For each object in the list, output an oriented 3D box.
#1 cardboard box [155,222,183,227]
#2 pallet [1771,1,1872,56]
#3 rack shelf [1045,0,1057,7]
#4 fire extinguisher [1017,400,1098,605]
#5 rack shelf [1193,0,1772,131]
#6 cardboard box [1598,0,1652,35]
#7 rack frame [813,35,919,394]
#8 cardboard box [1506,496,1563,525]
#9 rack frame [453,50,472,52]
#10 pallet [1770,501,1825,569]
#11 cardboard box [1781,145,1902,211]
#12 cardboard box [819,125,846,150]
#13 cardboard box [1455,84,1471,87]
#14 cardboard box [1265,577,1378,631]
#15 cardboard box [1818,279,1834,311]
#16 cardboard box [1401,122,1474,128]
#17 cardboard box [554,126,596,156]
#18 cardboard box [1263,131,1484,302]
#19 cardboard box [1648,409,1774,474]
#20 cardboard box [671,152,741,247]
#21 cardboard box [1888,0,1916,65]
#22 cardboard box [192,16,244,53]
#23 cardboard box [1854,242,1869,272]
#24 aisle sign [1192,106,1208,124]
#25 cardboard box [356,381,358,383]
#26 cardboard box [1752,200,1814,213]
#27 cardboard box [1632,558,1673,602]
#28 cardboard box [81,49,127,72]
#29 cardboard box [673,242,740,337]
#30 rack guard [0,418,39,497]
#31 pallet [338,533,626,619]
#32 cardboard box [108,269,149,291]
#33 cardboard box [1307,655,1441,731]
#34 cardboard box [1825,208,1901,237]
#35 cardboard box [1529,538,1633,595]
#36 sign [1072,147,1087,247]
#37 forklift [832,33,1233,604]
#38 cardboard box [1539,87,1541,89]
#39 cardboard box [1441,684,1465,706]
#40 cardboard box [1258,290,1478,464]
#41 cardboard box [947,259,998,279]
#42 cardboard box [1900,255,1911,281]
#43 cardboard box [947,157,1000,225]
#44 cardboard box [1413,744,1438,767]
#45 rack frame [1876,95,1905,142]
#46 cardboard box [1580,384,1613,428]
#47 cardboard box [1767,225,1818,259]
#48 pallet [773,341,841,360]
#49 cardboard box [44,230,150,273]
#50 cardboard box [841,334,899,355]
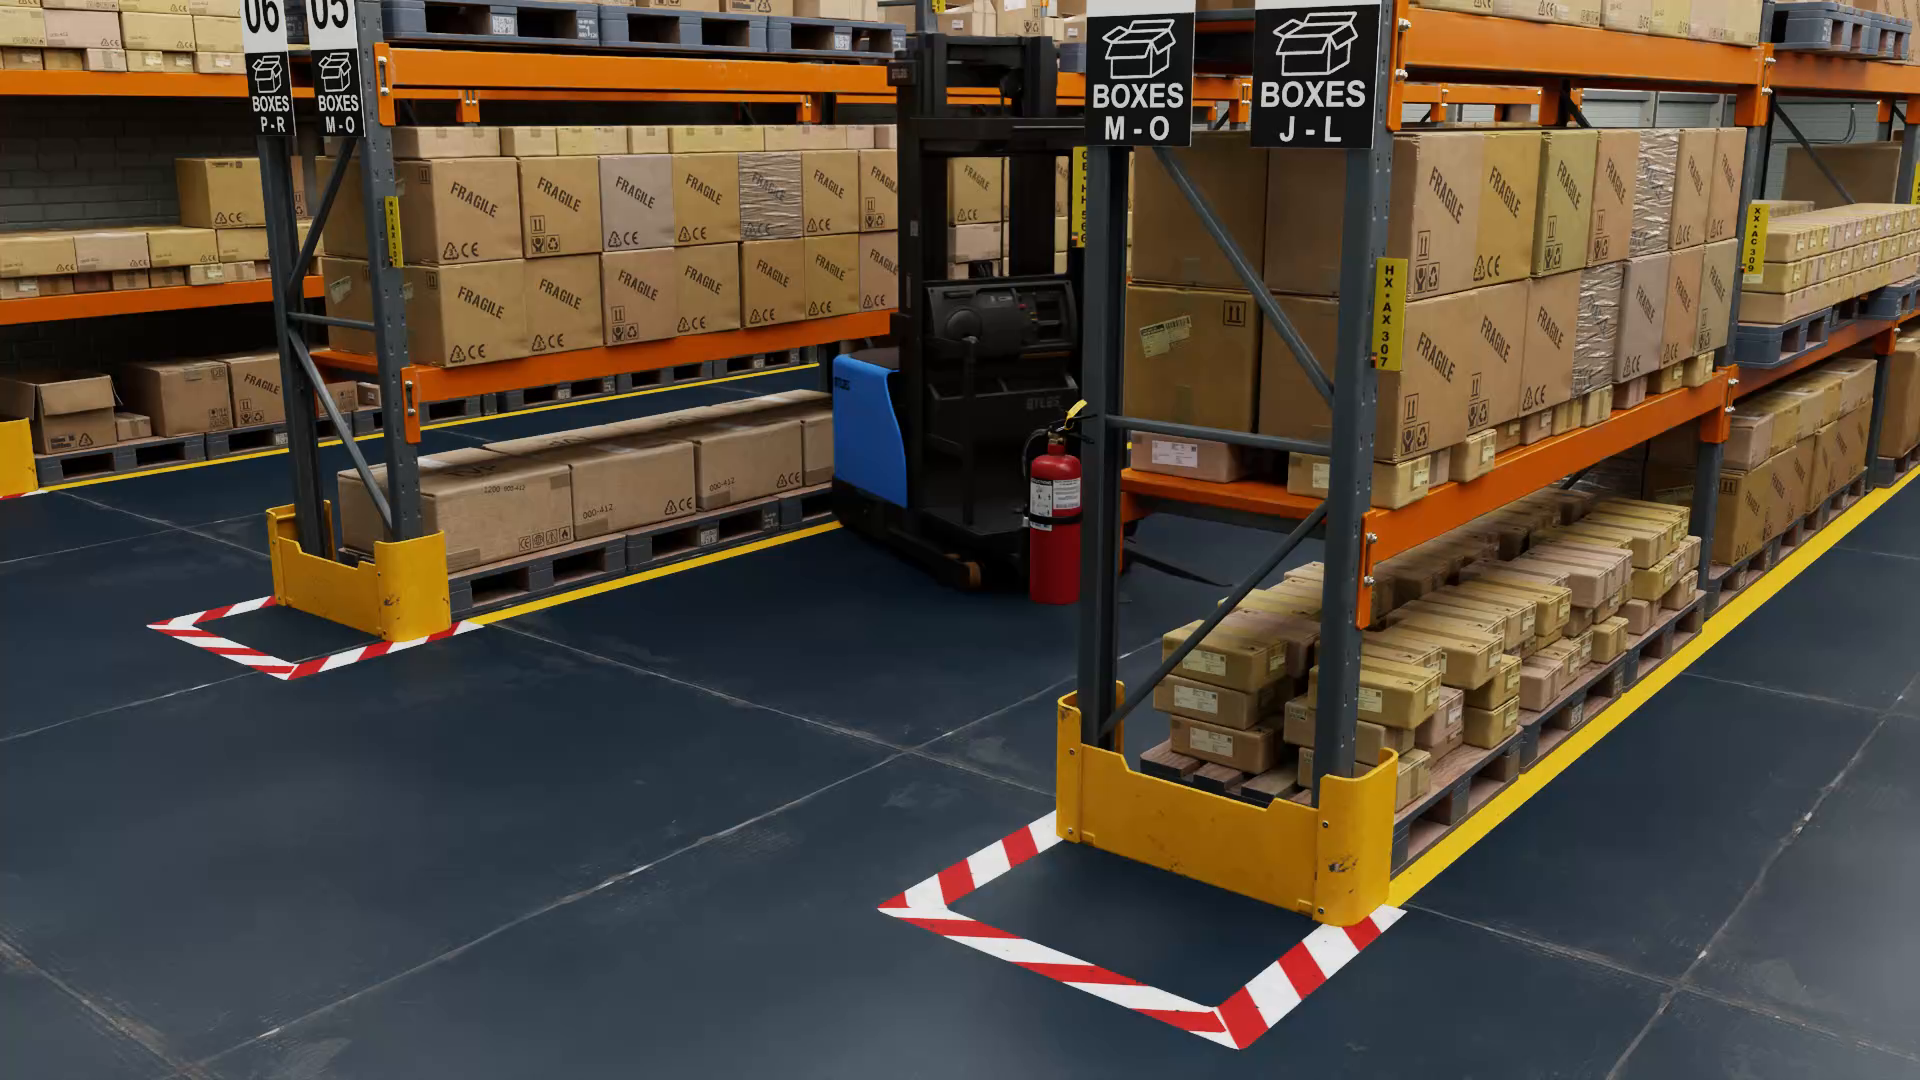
[{"bbox_3d":[-5.893,-2.333,12.916,0.500,0.250,0.500,11,18,37],"label":"cardboard box"},{"bbox_3d":[3.817,-2.556,8.383,1.213,0.211,1.003,11,18,38],"label":"pallet"},{"bbox_3d":[1.855,-6.886,21.227,1.077,0.370,4.000,11,18,38],"label":"rack shelf"},{"bbox_3d":[0.315,-0.131,5.460,0.296,0.674,0.183,11,18,38],"label":"fire extinguisher"},{"bbox_3d":[2.089,-1.814,6.540,1.077,0.370,4.000,11,18,38],"label":"rack shelf"},{"bbox_3d":[2.294,-2.051,6.318,0.500,0.250,0.500,11,18,37],"label":"cardboard box"},{"bbox_3d":[-0.567,-1.839,11.268,1.000,3.000,0.127,11,18,38],"label":"rack frame"},{"bbox_3d":[2.750,-0.125,8.250,0.380,0.149,0.250,12,19,40],"label":"cardboard box"},{"bbox_3d":[-4.430,-5.514,13.550,1.000,3.000,0.127,11,18,38],"label":"rack frame"},{"bbox_3d":[4.601,-0.124,10.184,1.003,0.211,1.213,11,18,38],"label":"pallet"},{"bbox_3d":[6.150,-2.475,11.541,0.700,0.500,0.500,11,18,37],"label":"cardboard box"},{"bbox_3d":[-0.928,-2.498,10.312,0.380,0.149,0.250,11,18,38],"label":"cardboard box"},{"bbox_3d":[5.058,-4.765,17.208,0.380,0.149,0.250,11,18,38],"label":"cardboard box"},{"bbox_3d":[1.447,0.275,6.676,0.380,0.149,0.250,10,18,35],"label":"cardboard box"},{"bbox_3d":[4.440,-1.327,8.912,0.380,0.149,0.250,11,18,38],"label":"cardboard box"},{"bbox_3d":[4.906,-4.099,17.326,0.700,0.500,0.500,11,18,37],"label":"cardboard box"},{"bbox_3d":[-2.130,-2.092,8.713,0.380,0.149,0.250,11,18,36],"label":"cardboard box"},{"bbox_3d":[1.321,-1.048,5.318,0.500,0.500,0.500,11,18,37],"label":"cardboard box"},{"bbox_3d":[4.016,-0.548,8.889,0.500,0.250,0.500,10,18,35],"label":"cardboard box"},{"bbox_3d":[-1.608,-1.949,9.469,0.500,0.500,0.500,11,18,38],"label":"cardboard box"},{"bbox_3d":[5.395,-3.114,9.992,0.500,0.500,0.500,11,18,38],"label":"cardboard box"},{"bbox_3d":[-5.511,-3.707,12.232,0.500,0.250,0.500,11,18,37],"label":"cardboard box"},{"bbox_3d":[4.933,-1.622,9.468,0.380,0.149,0.250,11,18,36],"label":"cardboard box"},{"bbox_3d":[3.381,-6.131,22.886,0.394,0.787,0.004,11,18,38],"label":"aisle sign"},{"bbox_3d":[-5.029,-1.416,14.214,0.500,0.311,0.500,12,19,39],"label":"cardboard box"},{"bbox_3d":[5.417,-2.169,11.016,0.380,0.149,0.250,11,18,38],"label":"cardboard box"},{"bbox_3d":[3.081,0.159,7.736,0.380,0.149,0.250,10,18,36],"label":"cardboard box"},{"bbox_3d":[-6.008,-3.330,11.555,0.380,0.149,0.250,12,18,39],"label":"cardboard box"},{"bbox_3d":[-1.624,-1.463,9.586,0.500,0.500,0.500,12,19,39],"label":"cardboard box"},{"bbox_3d":[-6.897,-0.643,11.638,1.175,0.500,0.348,11,18,38],"label":"rack guard"},{"bbox_3d":[-2.640,0.114,9.246,1.003,0.211,1.213,11,18,38],"label":"pallet"},{"bbox_3d":[-6.056,-1.889,11.977,0.380,0.149,0.250,12,19,39],"label":"cardboard box"},{"bbox_3d":[1.426,0.516,5.727,0.380,0.149,0.250,10,17,35],"label":"cardboard box"},{"bbox_3d":[5.420,-1.914,10.012,0.380,0.149,0.250,12,19,39],"label":"cardboard box"},{"bbox_3d":[2.722,0.114,7.311,0.380,0.149,0.250,10,17,35],"label":"cardboard box"},{"bbox_3d":[0.413,-1.130,5.485,0.100,0.325,0.005,11,18,38],"label":"sign"},{"bbox_3d":[0.348,-1.268,9.161,1.130,2.935,3.031,-8,16,-28],"label":"forklift"},{"bbox_3d":[6.433,-5.221,18.999,0.380,0.149,0.250,11,18,38],"label":"cardboard box"},{"bbox_3d":[1.662,0.543,6.225,0.380,0.149,0.250,12,18,38],"label":"cardboard box"},{"bbox_3d":[1.329,-0.562,5.435,0.500,0.500,0.500,12,19,40],"label":"cardboard box"},{"bbox_3d":[-0.085,-1.809,11.457,0.500,0.250,0.500,11,18,36],"label":"cardboard box"},{"bbox_3d":[5.750,-1.727,10.485,0.380,0.149,0.250,11,18,37],"label":"cardboard box"},{"bbox_3d":[-0.067,-2.411,11.289,0.500,0.500,0.500,12,18,38],"label":"cardboard box"},{"bbox_3d":[1.511,0.739,6.060,0.380,0.149,0.250,11,18,37],"label":"cardboard box"},{"bbox_3d":[8.374,-2.624,14.360,1.000,3.000,0.127,11,18,38],"label":"rack frame"},{"bbox_3d":[2.422,-0.569,6.779,0.380,0.149,0.250,12,18,39],"label":"cardboard box"},{"bbox_3d":[4.122,-1.521,8.465,0.380,0.149,0.250,12,18,39],"label":"cardboard box"},{"bbox_3d":[-1.369,-2.172,18.244,1.003,0.211,1.213,11,18,38],"label":"pallet"},{"bbox_3d":[-6.133,-2.053,11.813,0.500,0.250,0.500,12,18,38],"label":"cardboard box"},{"bbox_3d":[-0.240,-1.143,11.994,0.875,0.875,0.875,12,19,39],"label":"cardboard box"}]
